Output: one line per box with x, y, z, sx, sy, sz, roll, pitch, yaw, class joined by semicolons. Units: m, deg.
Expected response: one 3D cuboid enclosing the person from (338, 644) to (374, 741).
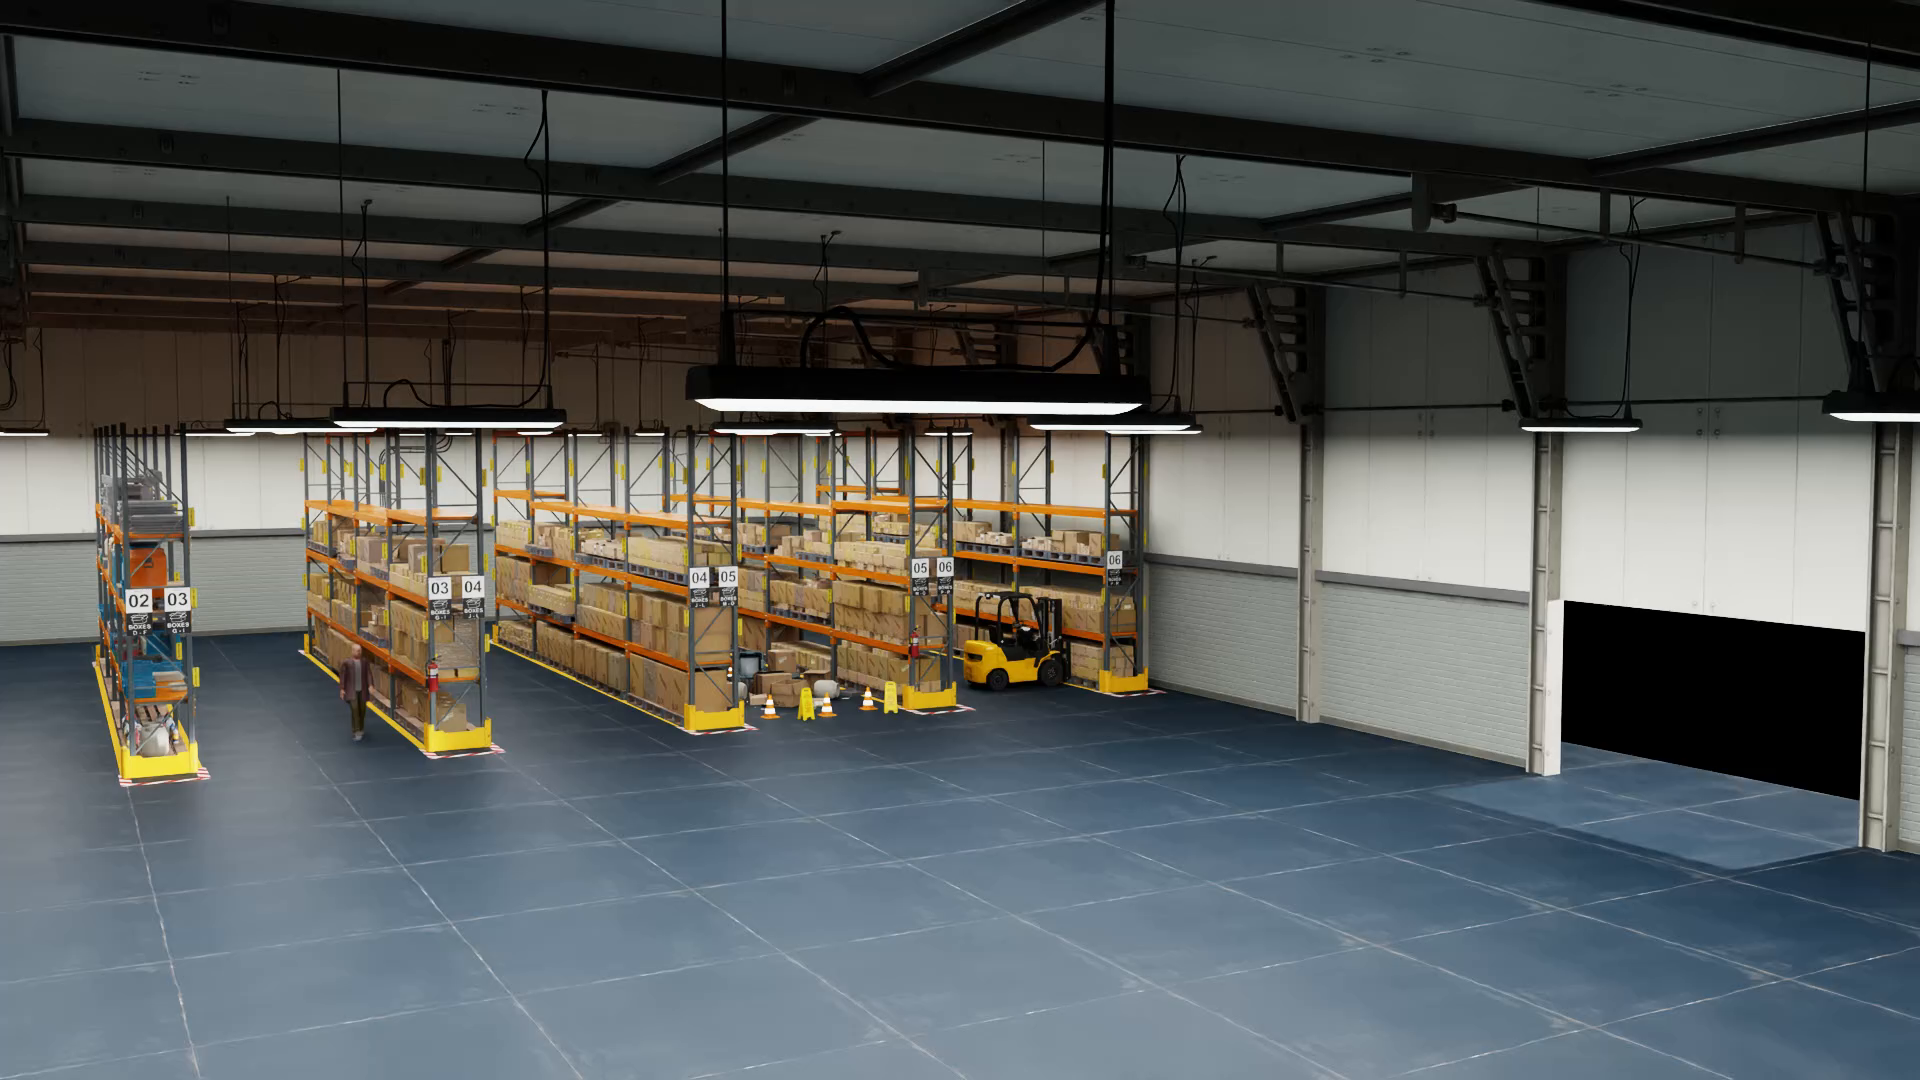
-11.545;2.918;31.943;0.620;1.794;0.800;-3;4;-39;person
